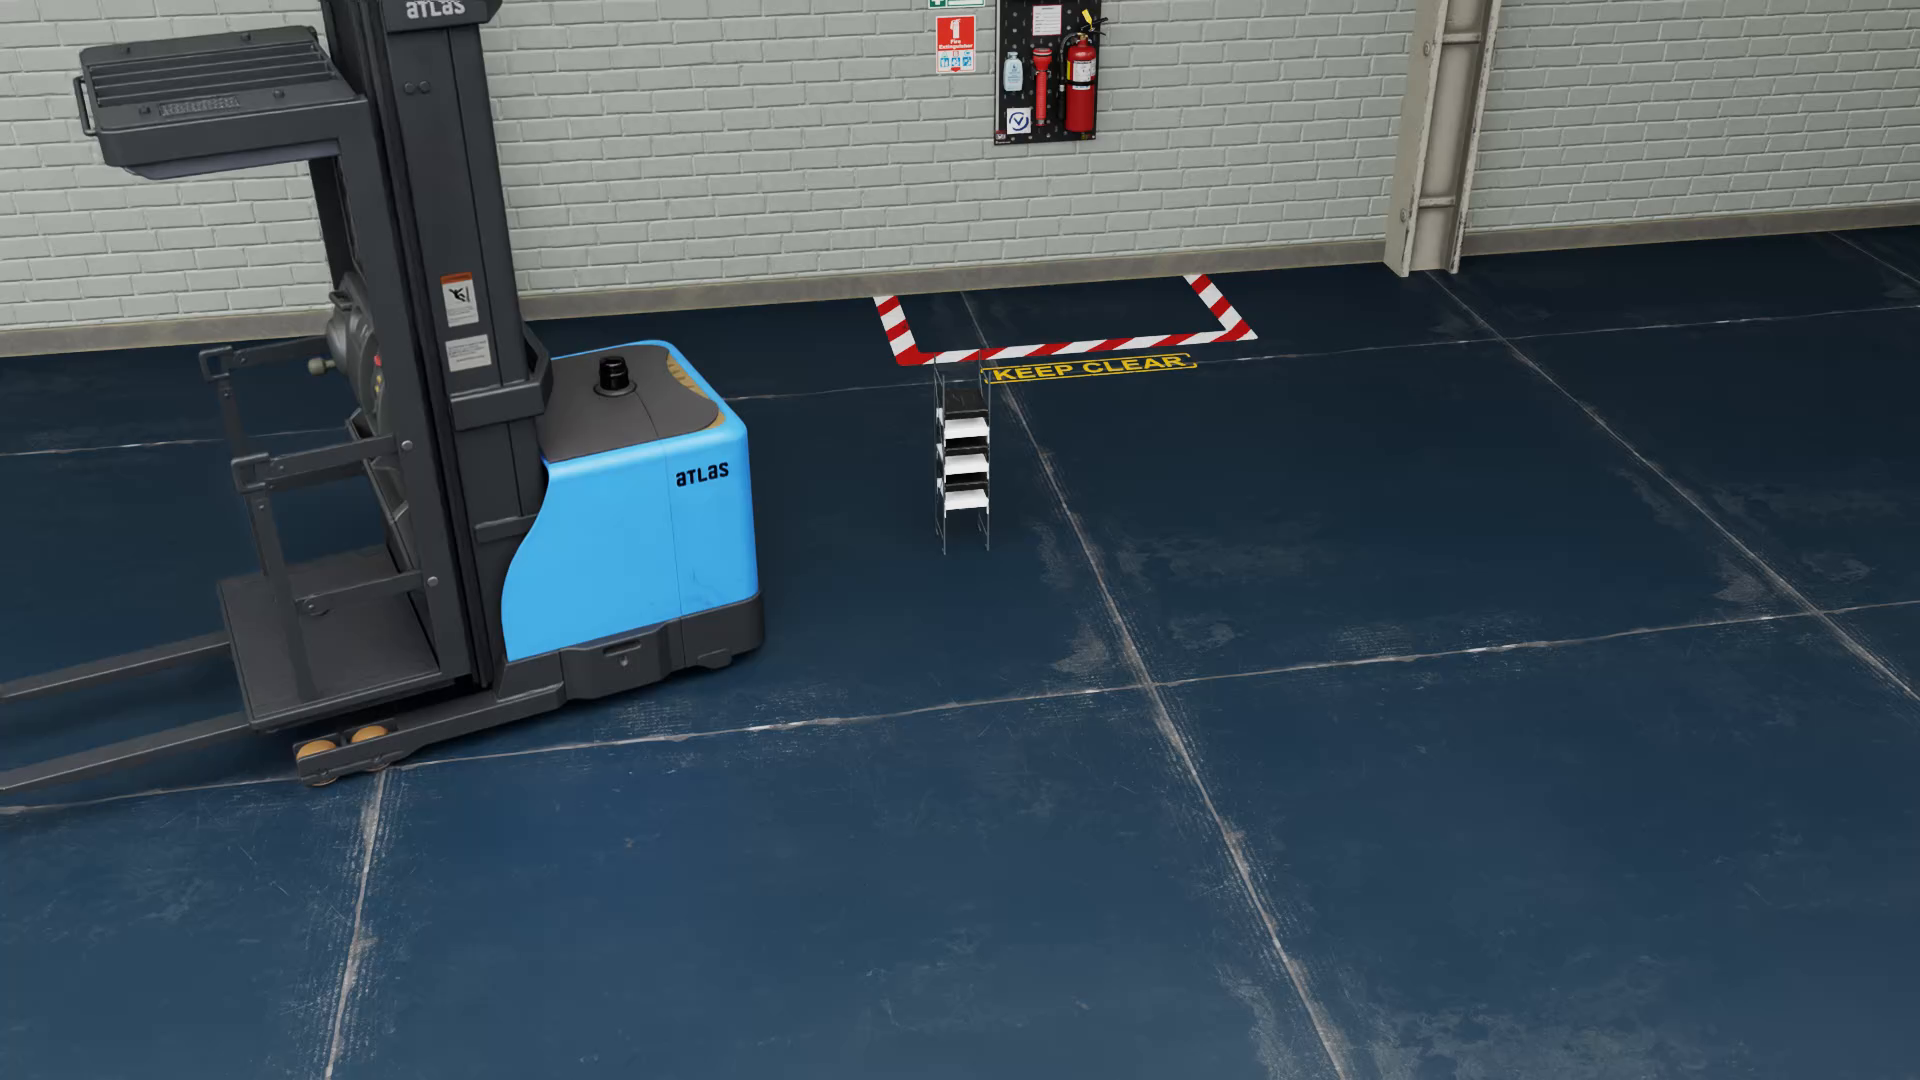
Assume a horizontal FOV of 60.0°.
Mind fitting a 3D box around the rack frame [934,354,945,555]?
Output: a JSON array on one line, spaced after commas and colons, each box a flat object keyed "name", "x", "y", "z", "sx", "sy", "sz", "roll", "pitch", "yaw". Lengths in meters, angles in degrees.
[{"name": "rack frame", "x": -0.092, "y": -0.379, "z": 7.507, "sx": 0.006, "sy": 0.900, "sz": 0.240, "roll": -5, "pitch": 31, "yaw": -9}]

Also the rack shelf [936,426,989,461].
[{"name": "rack shelf", "x": 0.008, "y": -0.437, "z": 7.494, "sx": 0.200, "sy": 0.077, "sz": 0.258, "roll": -5, "pitch": 31, "yaw": -9}]

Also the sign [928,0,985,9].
[{"name": "sign", "x": -0.019, "y": -3.099, "z": 9.504, "sx": 0.331, "sy": 0.109, "sz": 0.001, "roll": -5, "pitch": 31, "yaw": -9}]

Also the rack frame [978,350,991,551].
[{"name": "rack frame", "x": 0.108, "y": -0.398, "z": 7.539, "sx": 0.006, "sy": 0.900, "sz": 0.240, "roll": -5, "pitch": 31, "yaw": -9}]

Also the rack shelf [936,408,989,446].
[{"name": "rack shelf", "x": 0.008, "y": -0.515, "z": 7.449, "sx": 0.200, "sy": 0.077, "sz": 0.258, "roll": -5, "pitch": 31, "yaw": -9}]

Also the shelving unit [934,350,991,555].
[{"name": "shelving unit", "x": 0.008, "y": -0.389, "z": 7.523, "sx": 0.210, "sy": 0.900, "sz": 0.258, "roll": -5, "pitch": 31, "yaw": -9}]

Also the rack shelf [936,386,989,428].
[{"name": "rack shelf", "x": 0.008, "y": -0.593, "z": 7.403, "sx": 0.200, "sy": 0.077, "sz": 0.258, "roll": -5, "pitch": 31, "yaw": -9}]

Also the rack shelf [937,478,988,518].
[{"name": "rack shelf", "x": 0.008, "y": -0.205, "z": 7.631, "sx": 0.200, "sy": 0.077, "sz": 0.258, "roll": -5, "pitch": 31, "yaw": -9}]

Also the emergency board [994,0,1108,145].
[{"name": "emergency board", "x": 0.538, "y": -2.859, "z": 9.652, "sx": 0.643, "sy": 1.169, "sz": 0.194, "roll": -5, "pitch": 31, "yaw": -9}]

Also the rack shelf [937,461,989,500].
[{"name": "rack shelf", "x": 0.008, "y": -0.282, "z": 7.586, "sx": 0.200, "sy": 0.077, "sz": 0.258, "roll": -5, "pitch": 31, "yaw": -9}]

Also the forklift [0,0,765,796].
[{"name": "forklift", "x": -2.359, "y": -0.655, "z": 5.972, "sx": 3.031, "sy": 2.935, "sz": 1.130, "roll": -15, "pitch": 33, "yaw": -23}]

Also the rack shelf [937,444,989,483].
[{"name": "rack shelf", "x": 0.008, "y": -0.360, "z": 7.540, "sx": 0.200, "sy": 0.077, "sz": 0.258, "roll": -5, "pitch": 31, "yaw": -9}]

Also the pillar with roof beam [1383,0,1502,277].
[{"name": "pillar with roof beam", "x": 3.751, "y": -3.505, "z": 4.833, "sx": 0.400, "sy": 9.000, "sz": 9.100, "roll": -5, "pitch": 31, "yaw": -9}]

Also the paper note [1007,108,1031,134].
[{"name": "paper note", "x": 0.351, "y": -2.497, "z": 9.907, "sx": 0.142, "sy": 0.148, "sz": 0.016, "roll": -5, "pitch": 31, "yaw": -9}]

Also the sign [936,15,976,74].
[{"name": "sign", "x": -0.025, "y": -2.875, "z": 9.645, "sx": 0.234, "sy": 0.329, "sz": 0.001, "roll": -5, "pitch": 31, "yaw": -9}]
